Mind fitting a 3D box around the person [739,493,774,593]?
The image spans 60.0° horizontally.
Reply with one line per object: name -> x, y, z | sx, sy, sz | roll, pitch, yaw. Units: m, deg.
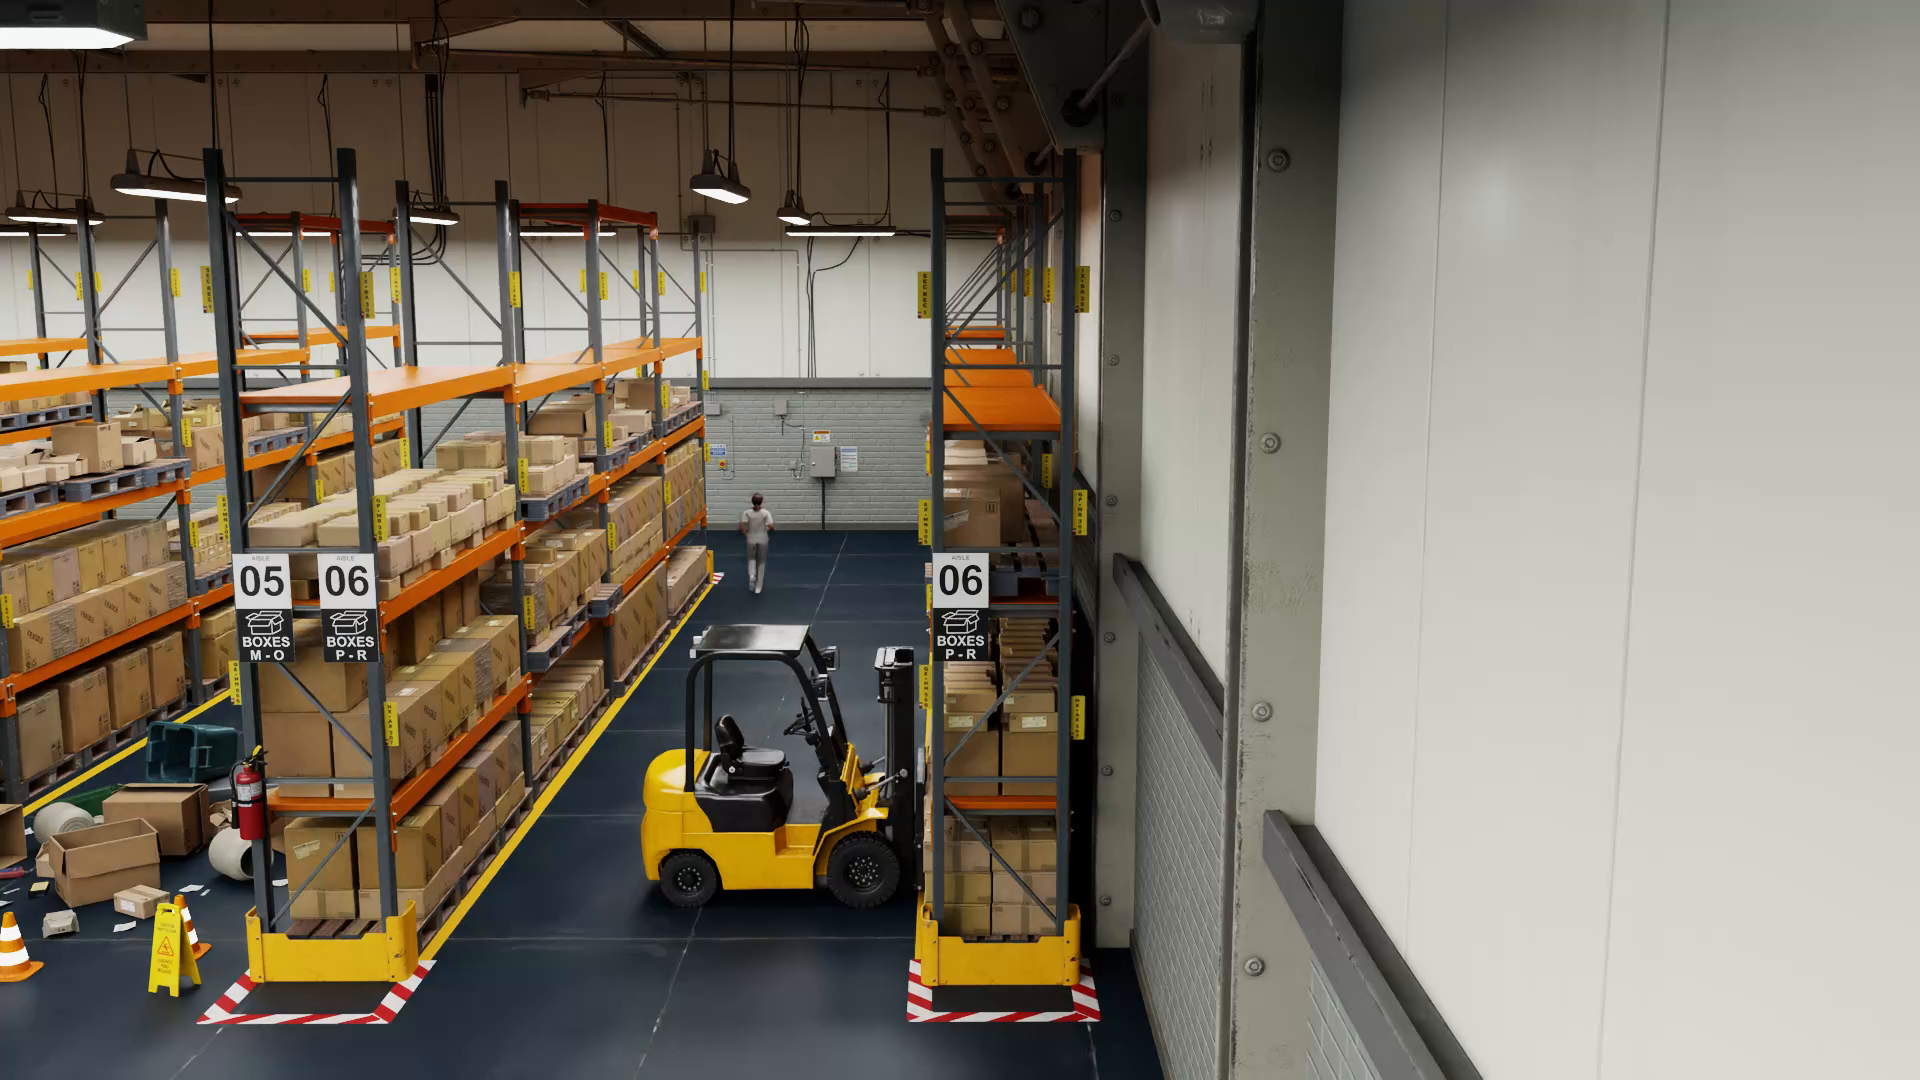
person -> -3.286, 0.030, 26.954 | 0.557, 1.625, 0.564 | 0, 9, -2
